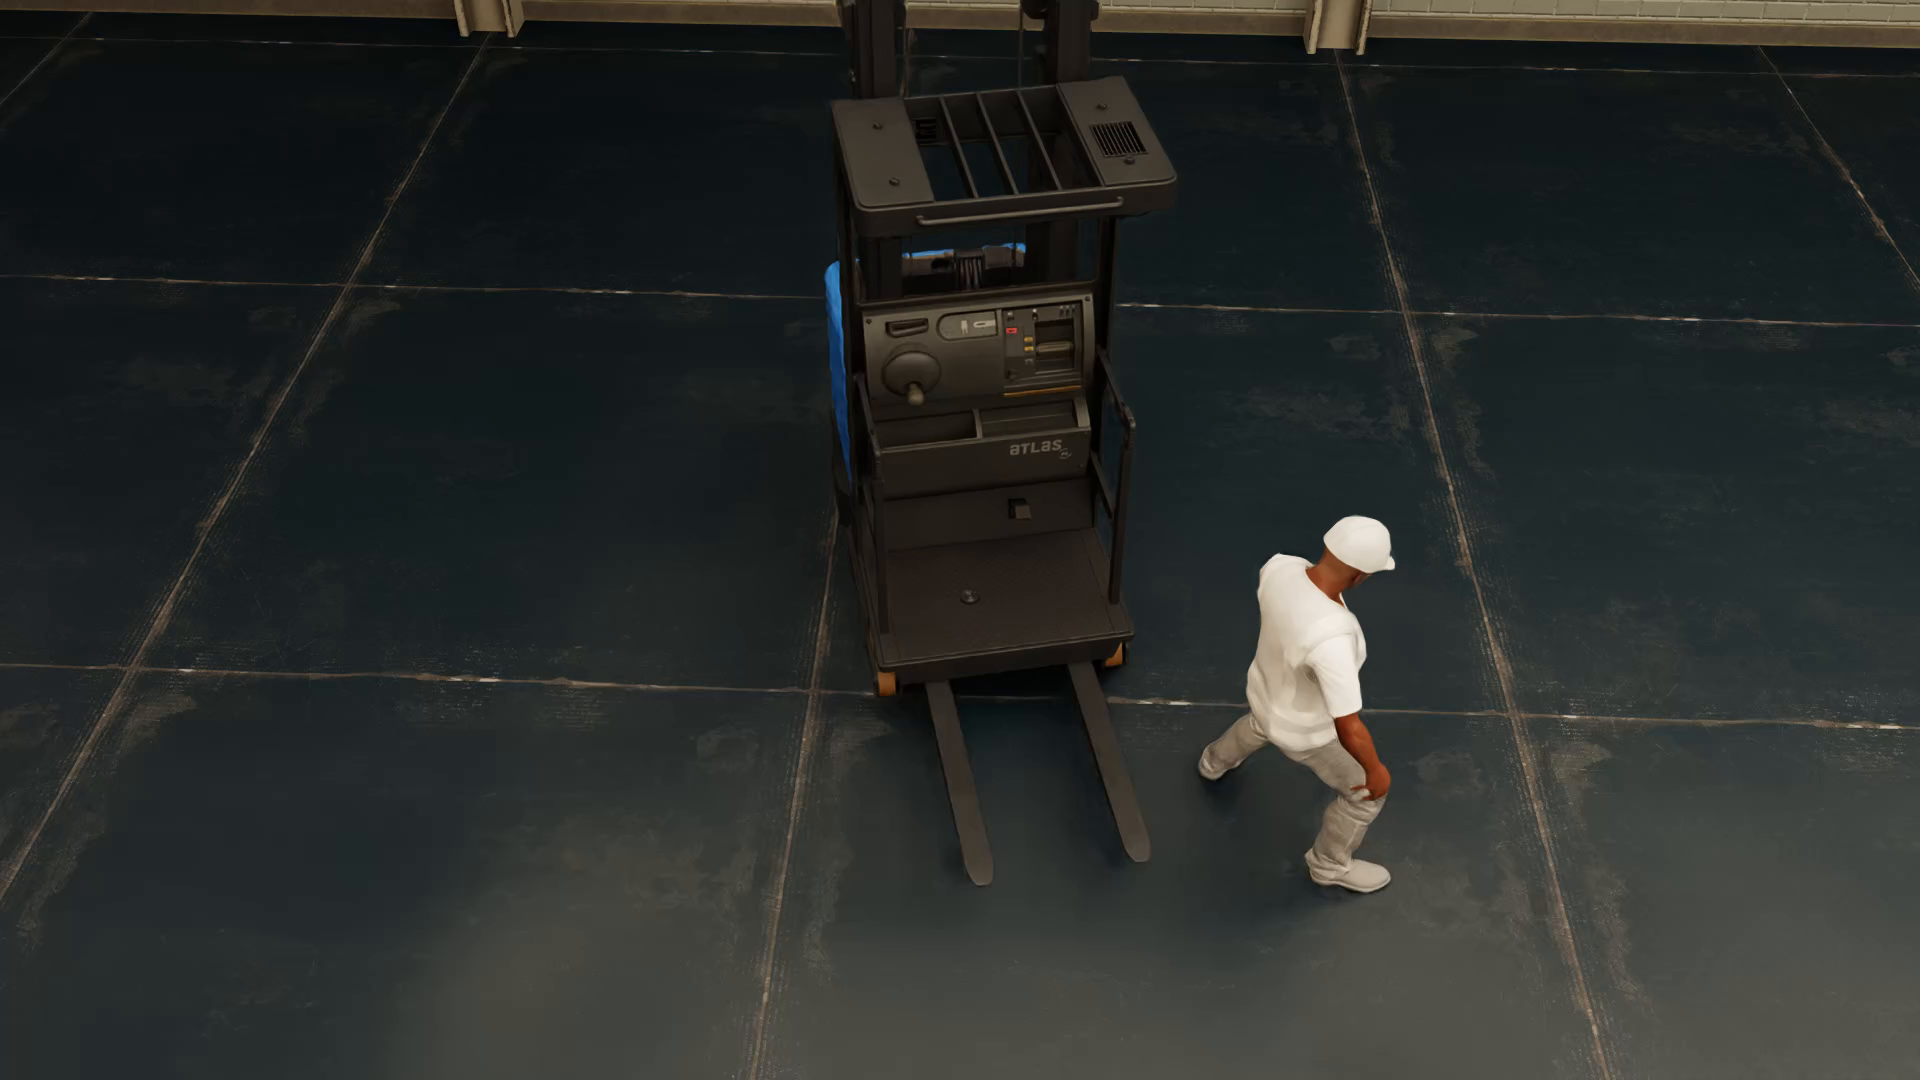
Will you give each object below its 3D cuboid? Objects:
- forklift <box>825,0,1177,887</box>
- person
[{"bbox_3d":[0.119,-0.676,6.483,1.130,2.935,3.031,-7,43,-7],"label":"forklift"},{"bbox_3d":[1.319,0.530,6.098,0.547,1.680,0.972,-9,43,-10],"label":"person"}]
